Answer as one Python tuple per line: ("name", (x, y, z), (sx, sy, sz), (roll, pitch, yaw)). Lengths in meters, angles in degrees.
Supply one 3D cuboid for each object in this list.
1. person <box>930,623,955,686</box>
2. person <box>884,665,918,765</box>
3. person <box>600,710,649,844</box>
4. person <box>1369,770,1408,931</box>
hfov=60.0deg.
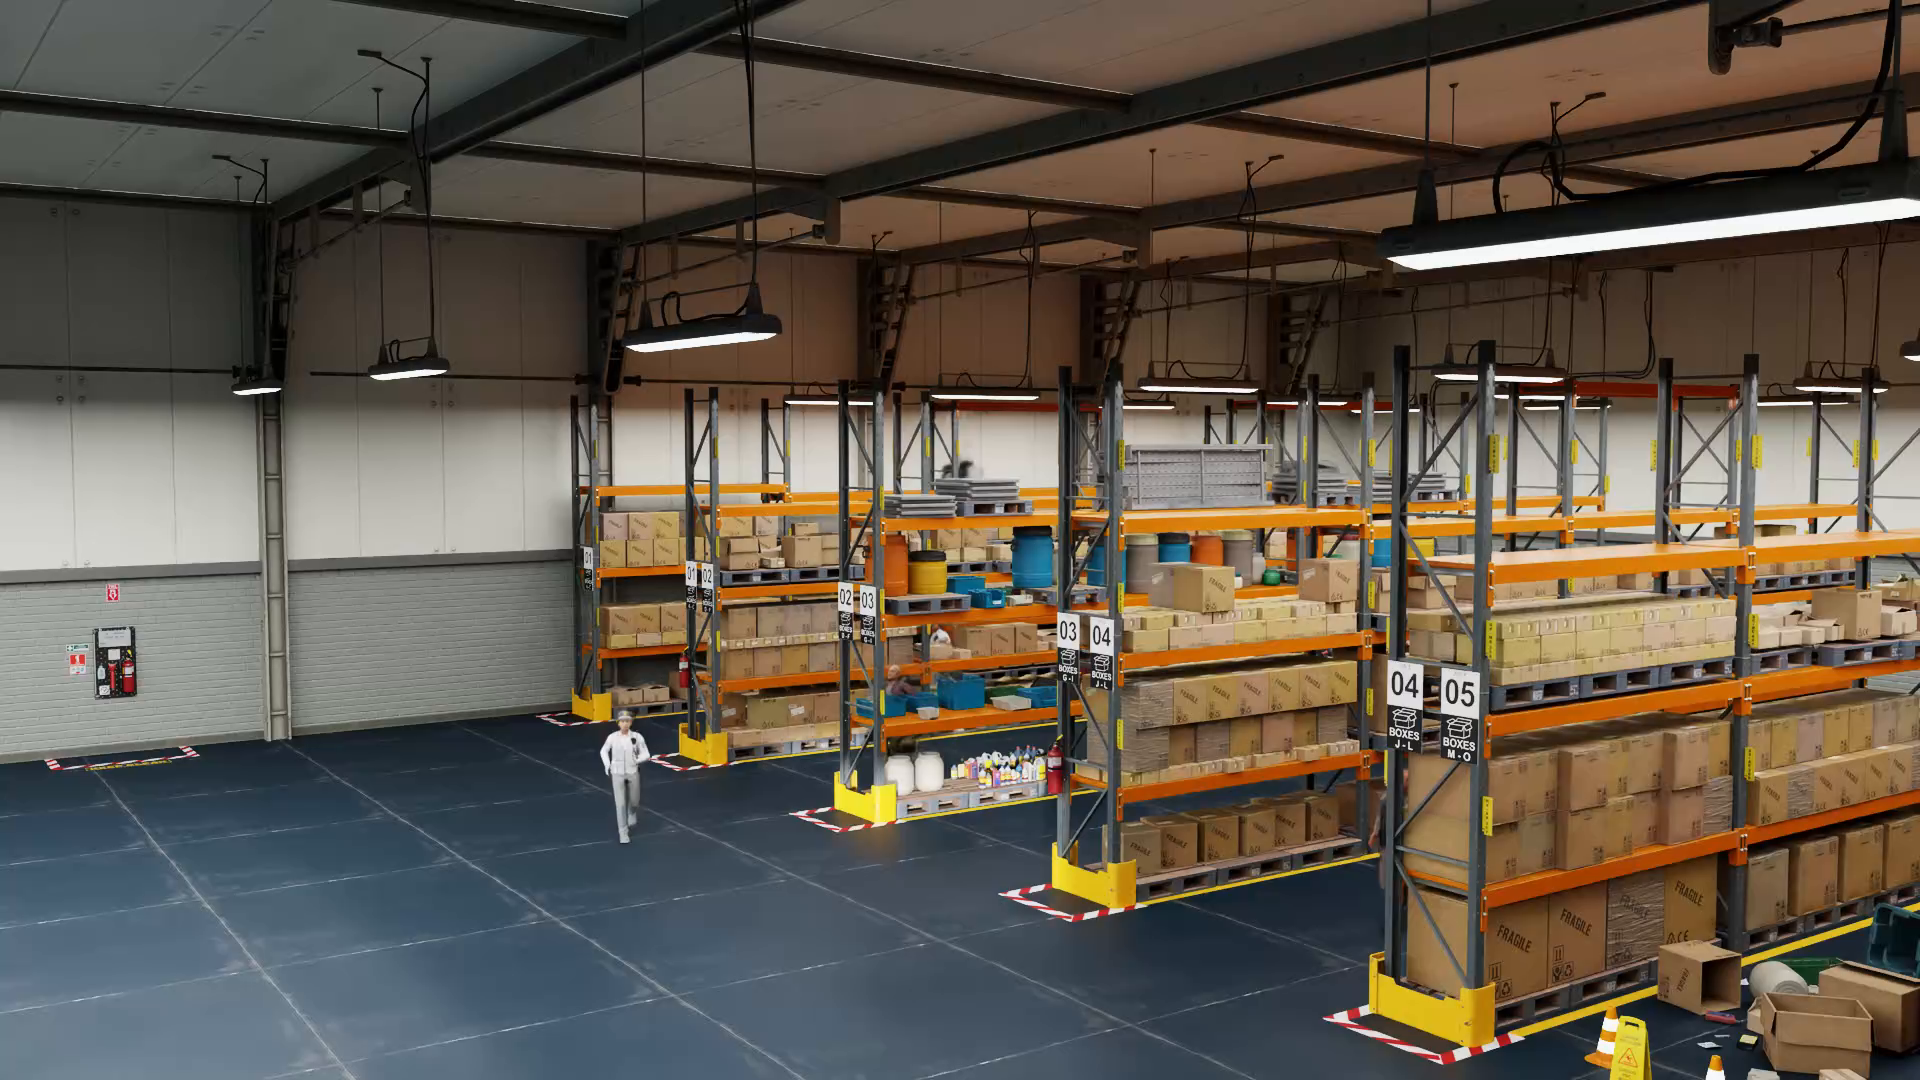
("person", (-0.333, 2.380, 32.547), (0.796, 1.705, 0.601), (-3, 4, -37))
("person", (-1.010, 2.819, 25.534), (0.730, 1.646, 0.641), (3, 4, 36))
("person", (-4.340, 3.032, 21.550), (0.626, 1.660, 0.804), (-1, 4, -12))
("person", (4.680, 3.277, 17.625), (0.676, 1.678, 0.712), (3, 5, 43))
